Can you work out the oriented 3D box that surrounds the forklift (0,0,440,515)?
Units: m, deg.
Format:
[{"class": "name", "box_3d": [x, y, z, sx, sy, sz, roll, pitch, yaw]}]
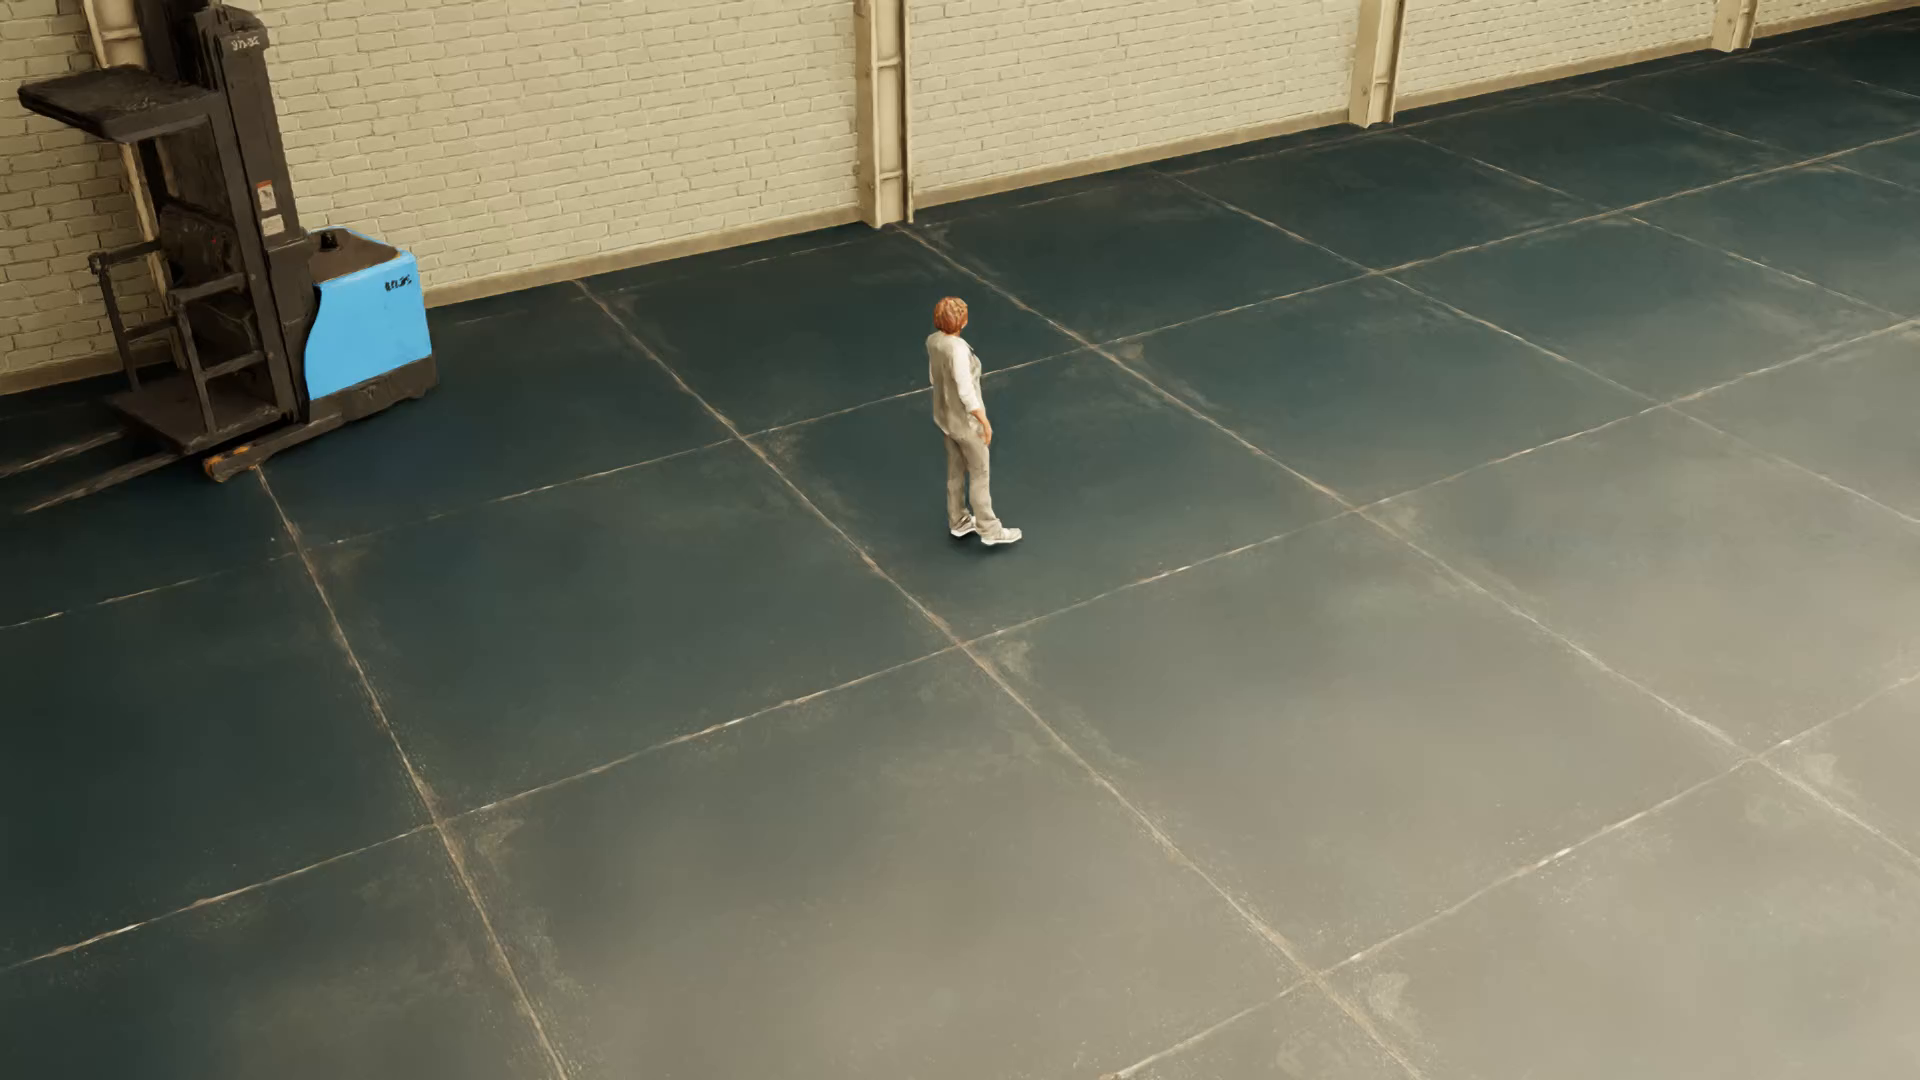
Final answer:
[{"class": "forklift", "box_3d": [-5.173, -1.937, 10.882, 1.130, 2.935, 3.031, 23, 38, 33]}]

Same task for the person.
[{"class": "person", "box_3d": [0.070, -0.738, 10.088, 0.476, 1.596, 0.521, -17, 35, -26]}]
